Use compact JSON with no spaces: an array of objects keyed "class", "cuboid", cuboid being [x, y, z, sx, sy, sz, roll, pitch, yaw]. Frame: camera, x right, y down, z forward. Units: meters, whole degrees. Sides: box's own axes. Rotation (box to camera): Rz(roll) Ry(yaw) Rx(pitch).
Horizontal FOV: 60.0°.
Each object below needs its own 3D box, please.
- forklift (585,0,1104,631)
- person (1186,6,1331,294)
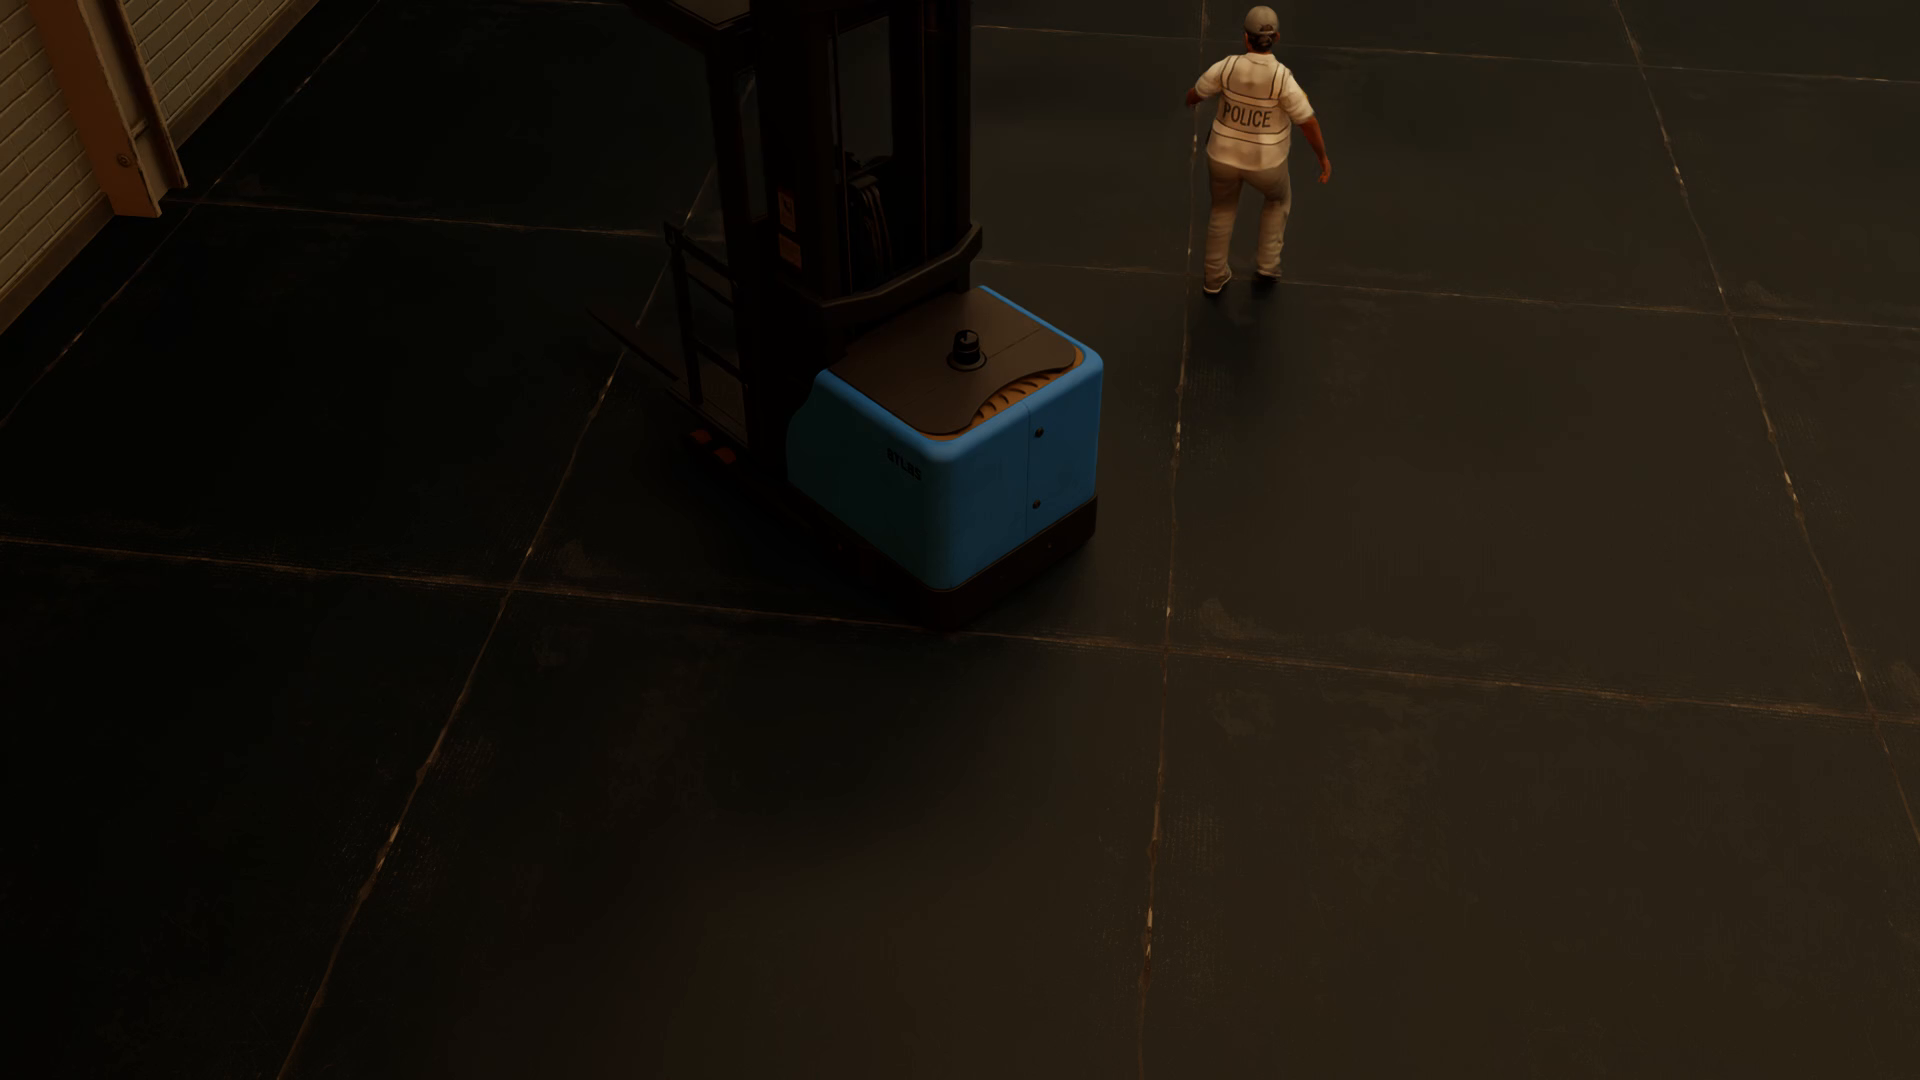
[{"class":"forklift","cuboid":[-0.737,-1.585,7.450,1.130,2.935,3.031,-32,52,-30]},{"class":"person","cuboid":[1.572,-2.075,8.985,0.880,1.693,0.517,18,46,19]}]
